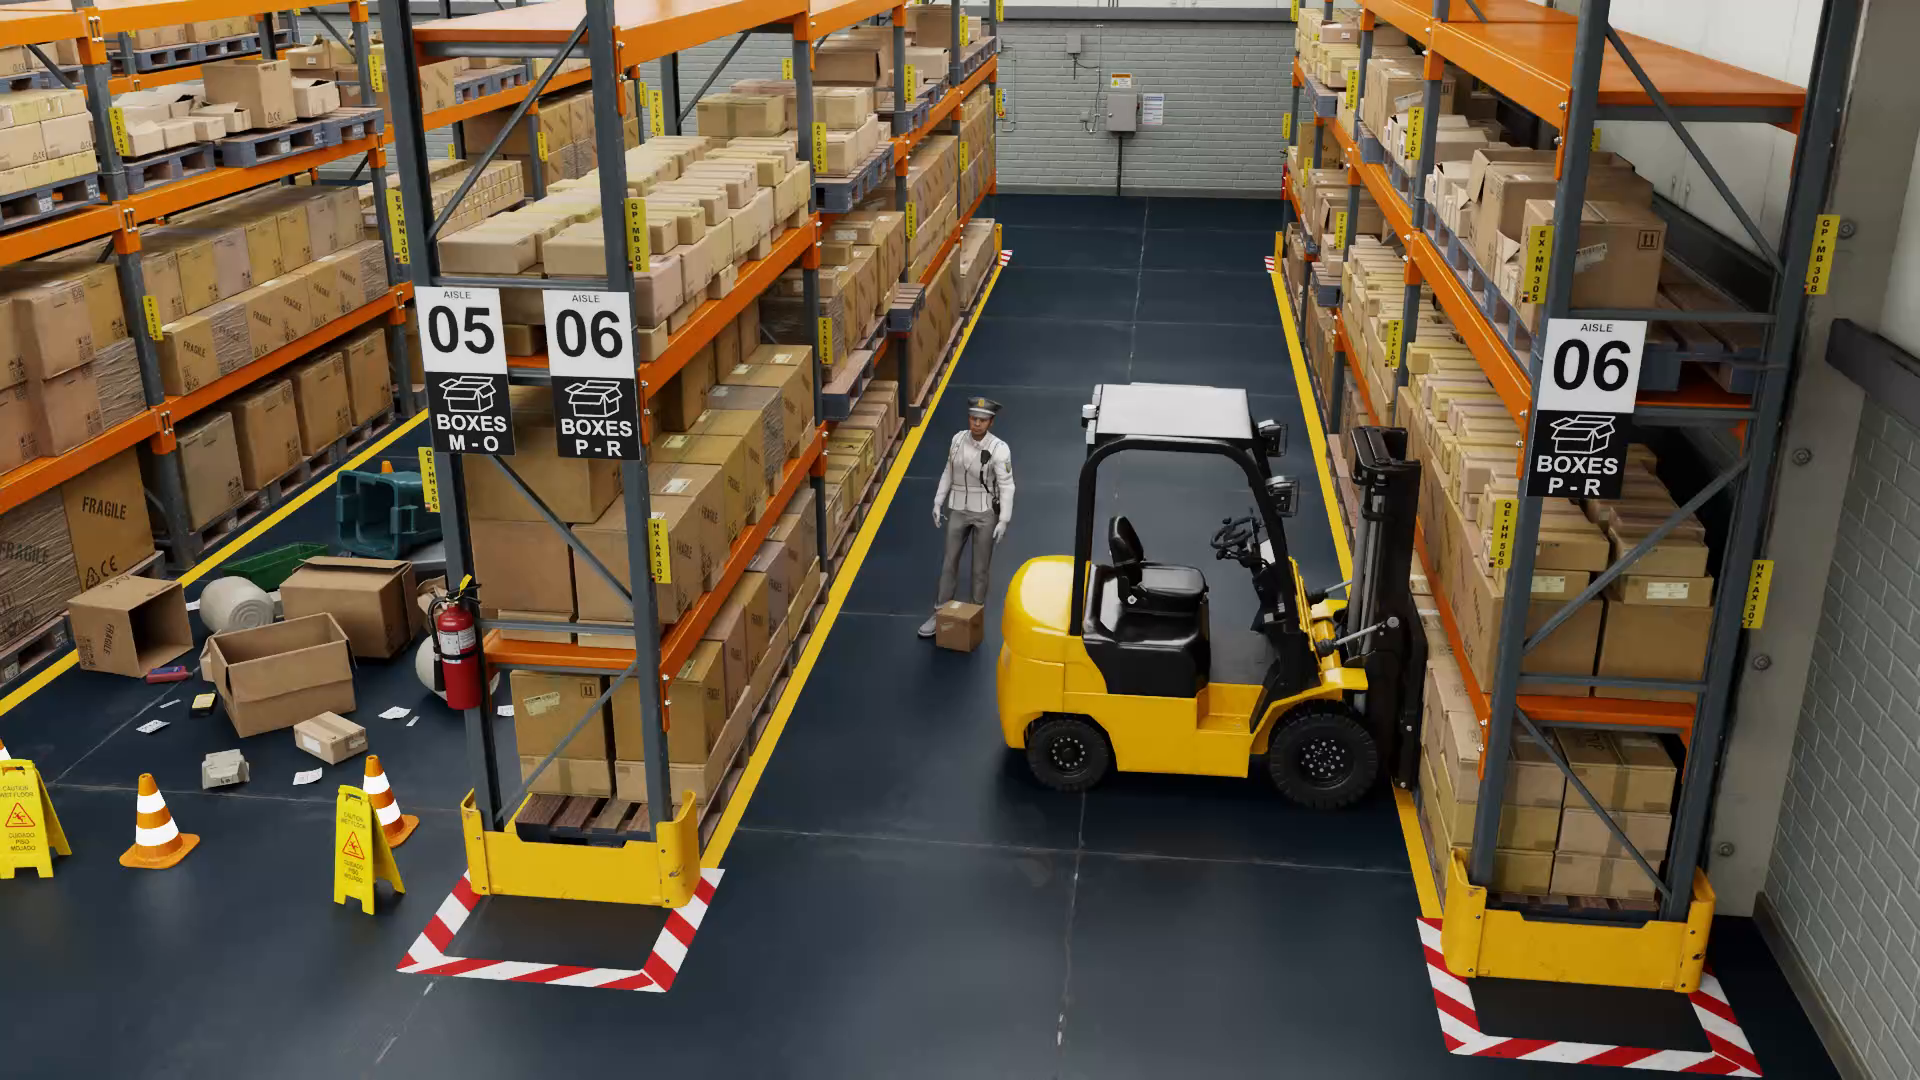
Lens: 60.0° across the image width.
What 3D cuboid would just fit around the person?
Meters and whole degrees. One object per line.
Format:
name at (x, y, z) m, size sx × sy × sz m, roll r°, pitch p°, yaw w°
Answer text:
person at (0.062, -0.157, 11.416) m, size 0.587 × 1.694 × 0.529 m, roll 10°, pitch 23°, yaw 24°
